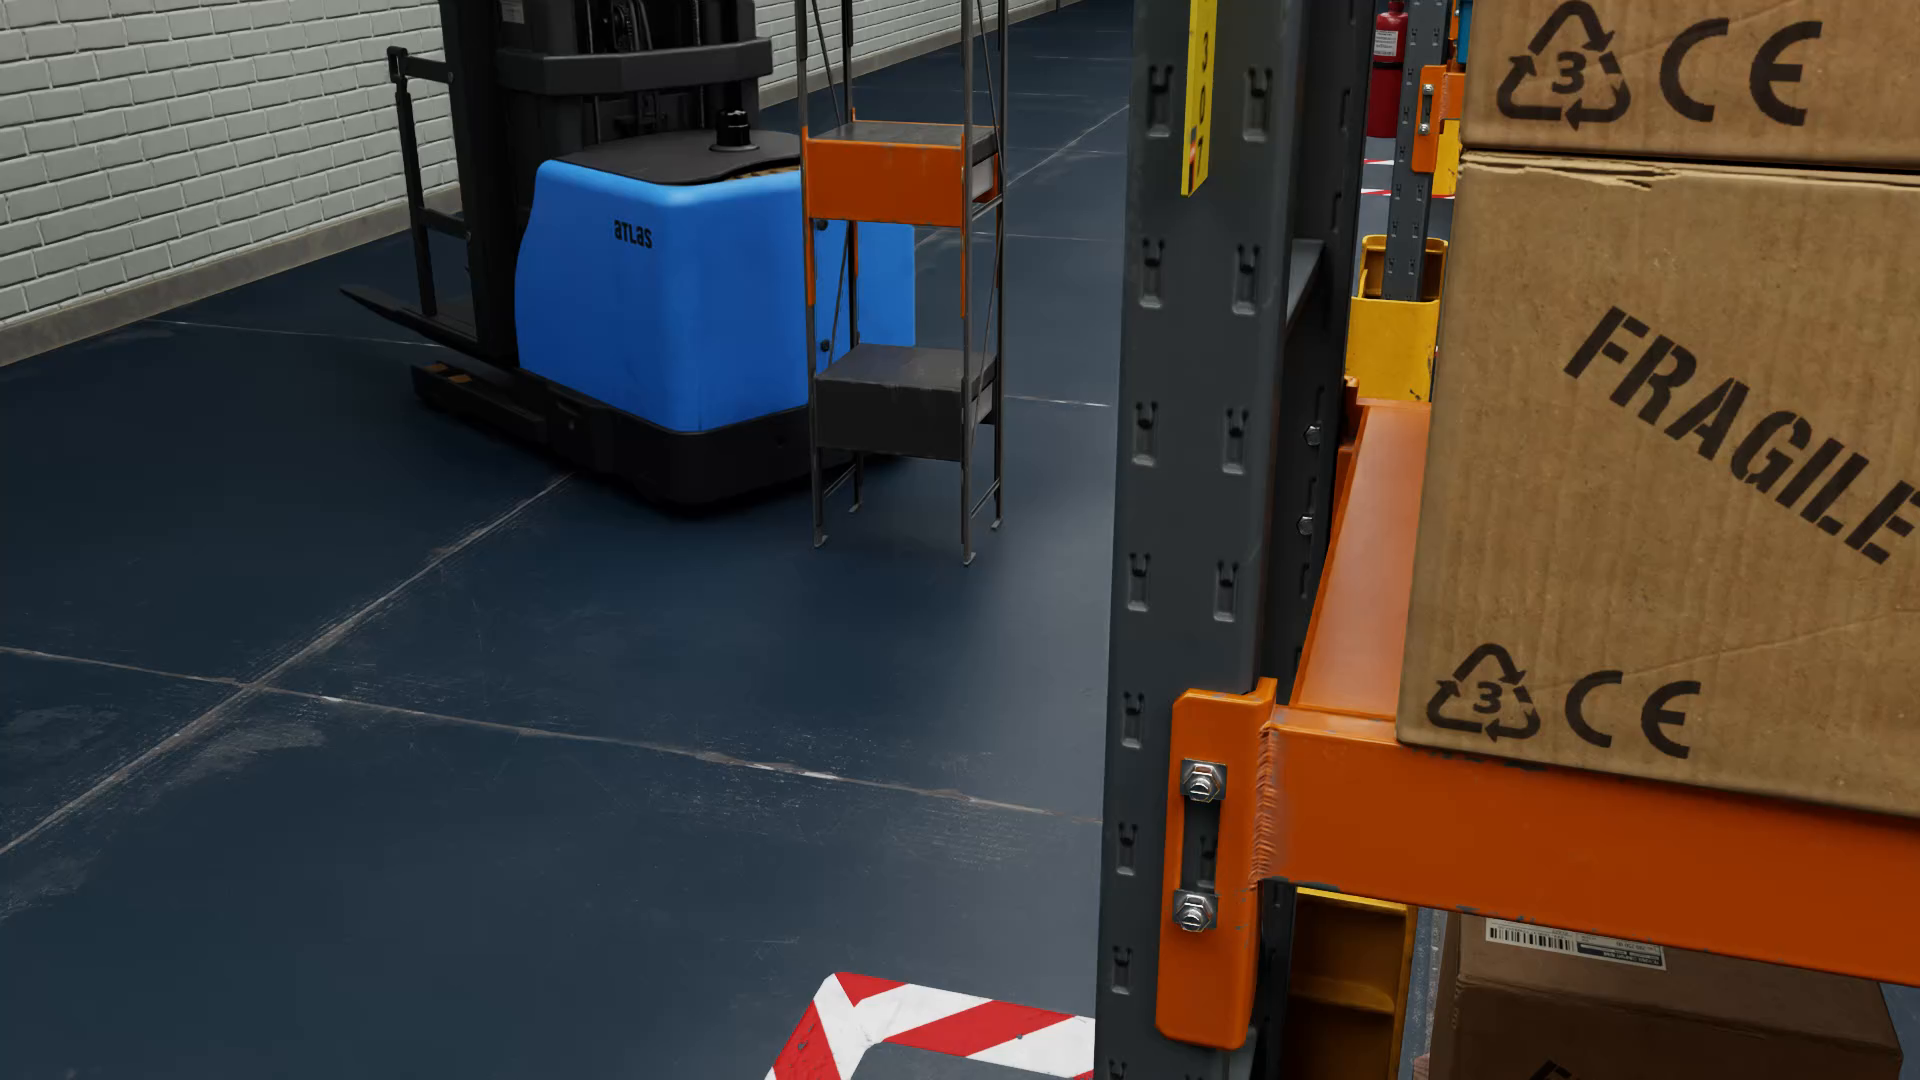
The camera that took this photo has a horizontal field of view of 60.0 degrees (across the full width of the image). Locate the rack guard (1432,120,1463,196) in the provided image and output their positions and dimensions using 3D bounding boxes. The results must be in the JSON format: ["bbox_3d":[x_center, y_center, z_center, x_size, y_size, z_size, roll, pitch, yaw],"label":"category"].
[{"bbox_3d":[3.177,-2.659,11.095,0.348,0.500,1.175,7,23,16],"label":"rack guard"}]

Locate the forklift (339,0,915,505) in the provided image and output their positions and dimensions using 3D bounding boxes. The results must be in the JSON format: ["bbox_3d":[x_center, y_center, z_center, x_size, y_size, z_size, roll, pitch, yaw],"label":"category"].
[{"bbox_3d":[-1.508,-1.945,6.150,1.130,2.935,3.031,-19,29,-39],"label":"forklift"}]

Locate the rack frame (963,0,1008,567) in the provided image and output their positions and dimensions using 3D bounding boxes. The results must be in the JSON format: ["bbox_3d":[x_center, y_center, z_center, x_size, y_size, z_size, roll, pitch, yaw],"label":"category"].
[{"bbox_3d":[0.075,-0.963,4.851,0.015,2.100,0.400,7,23,16],"label":"rack frame"}]

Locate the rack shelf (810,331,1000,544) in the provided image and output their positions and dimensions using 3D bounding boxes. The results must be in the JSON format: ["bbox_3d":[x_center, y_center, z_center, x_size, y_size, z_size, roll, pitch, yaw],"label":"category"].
[{"bbox_3d":[-0.158,-0.329,5.187,0.480,0.518,0.431,7,23,16],"label":"rack shelf"}]

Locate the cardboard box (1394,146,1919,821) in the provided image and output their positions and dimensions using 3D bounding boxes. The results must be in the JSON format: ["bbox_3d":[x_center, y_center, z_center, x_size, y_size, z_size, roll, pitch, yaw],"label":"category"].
[{"bbox_3d":[0.683,-0.116,1.469,0.500,0.500,0.500,7,23,17],"label":"cardboard box"}]

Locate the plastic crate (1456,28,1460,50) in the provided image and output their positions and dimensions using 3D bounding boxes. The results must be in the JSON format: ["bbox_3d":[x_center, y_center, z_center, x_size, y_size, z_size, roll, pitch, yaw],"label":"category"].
[{"bbox_3d":[2.143,-2.089,6.284,0.499,0.435,0.616,7,23,16],"label":"plastic crate"}]

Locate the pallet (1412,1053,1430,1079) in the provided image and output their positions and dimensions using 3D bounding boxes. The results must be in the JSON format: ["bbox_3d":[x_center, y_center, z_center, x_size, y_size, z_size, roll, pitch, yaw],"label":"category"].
[{"bbox_3d":[1.171,1.171,2.137,1.213,0.211,1.003,7,23,16],"label":"pallet"}]

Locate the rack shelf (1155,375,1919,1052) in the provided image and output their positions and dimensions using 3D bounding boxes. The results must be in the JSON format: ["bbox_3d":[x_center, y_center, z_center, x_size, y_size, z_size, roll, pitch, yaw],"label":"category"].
[{"bbox_3d":[2.249,0.338,1.442,4.000,0.370,1.077,7,23,16],"label":"rack shelf"}]

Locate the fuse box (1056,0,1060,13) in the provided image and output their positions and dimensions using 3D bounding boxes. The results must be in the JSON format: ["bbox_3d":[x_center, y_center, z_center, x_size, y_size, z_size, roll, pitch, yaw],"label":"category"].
[{"bbox_3d":[1.404,-8.175,22.944,0.414,1.711,0.539,7,23,16],"label":"fuse box"}]

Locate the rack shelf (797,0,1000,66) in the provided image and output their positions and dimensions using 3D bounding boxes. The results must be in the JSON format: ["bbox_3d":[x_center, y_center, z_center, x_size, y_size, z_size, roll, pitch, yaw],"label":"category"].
[{"bbox_3d":[-0.158,-1.625,4.655,0.480,0.518,0.431,7,23,16],"label":"rack shelf"}]

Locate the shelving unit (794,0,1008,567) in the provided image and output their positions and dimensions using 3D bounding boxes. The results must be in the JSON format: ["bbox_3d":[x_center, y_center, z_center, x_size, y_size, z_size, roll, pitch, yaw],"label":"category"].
[{"bbox_3d":[-0.158,-0.990,4.916,0.503,2.100,0.431,7,23,16],"label":"shelving unit"}]

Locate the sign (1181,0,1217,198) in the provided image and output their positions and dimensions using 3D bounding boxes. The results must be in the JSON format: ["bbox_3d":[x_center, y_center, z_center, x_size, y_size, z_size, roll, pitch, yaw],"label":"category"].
[{"bbox_3d":[0.178,-0.418,1.195,0.005,0.325,0.100,7,23,16],"label":"sign"}]

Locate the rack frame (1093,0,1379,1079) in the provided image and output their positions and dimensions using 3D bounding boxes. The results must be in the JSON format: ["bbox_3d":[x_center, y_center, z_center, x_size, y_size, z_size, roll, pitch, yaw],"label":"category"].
[{"bbox_3d":[0.334,-0.213,1.837,0.053,2.616,0.949,7,23,16],"label":"rack frame"}]

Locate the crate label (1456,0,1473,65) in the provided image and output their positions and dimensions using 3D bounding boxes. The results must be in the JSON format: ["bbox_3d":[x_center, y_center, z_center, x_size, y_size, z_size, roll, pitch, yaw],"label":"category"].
[{"bbox_3d":[1.910,-1.817,5.889,0.303,0.233,0.416,7,23,16],"label":"crate label"}]

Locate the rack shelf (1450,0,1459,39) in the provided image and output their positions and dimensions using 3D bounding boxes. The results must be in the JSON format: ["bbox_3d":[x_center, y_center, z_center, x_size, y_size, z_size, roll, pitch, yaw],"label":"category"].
[{"bbox_3d":[5.114,-3.261,10.216,4.000,0.370,1.077,7,23,16],"label":"rack shelf"}]

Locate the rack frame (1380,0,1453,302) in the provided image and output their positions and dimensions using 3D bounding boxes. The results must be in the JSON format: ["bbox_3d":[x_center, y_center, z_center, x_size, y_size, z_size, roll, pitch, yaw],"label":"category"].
[{"bbox_3d":[1.769,-2.014,6.227,0.127,3.000,1.000,7,23,16],"label":"rack frame"}]

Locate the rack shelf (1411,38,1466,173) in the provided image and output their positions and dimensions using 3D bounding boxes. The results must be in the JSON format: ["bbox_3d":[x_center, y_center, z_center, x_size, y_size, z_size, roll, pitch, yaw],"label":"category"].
[{"bbox_3d":[3.684,-1.462,5.829,4.000,0.370,1.077,7,23,16],"label":"rack shelf"}]

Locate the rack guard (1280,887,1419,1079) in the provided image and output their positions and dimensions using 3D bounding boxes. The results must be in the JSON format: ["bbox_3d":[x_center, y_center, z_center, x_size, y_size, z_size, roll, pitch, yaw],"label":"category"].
[{"bbox_3d":[0.407,0.950,2.294,0.348,0.500,1.175,7,23,16],"label":"rack guard"}]

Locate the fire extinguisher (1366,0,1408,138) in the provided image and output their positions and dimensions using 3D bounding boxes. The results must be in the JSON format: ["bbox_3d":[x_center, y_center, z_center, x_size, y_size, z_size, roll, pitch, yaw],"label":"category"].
[{"bbox_3d":[1.756,-1.987,6.755,0.183,0.674,0.296,7,23,16],"label":"fire extinguisher"}]

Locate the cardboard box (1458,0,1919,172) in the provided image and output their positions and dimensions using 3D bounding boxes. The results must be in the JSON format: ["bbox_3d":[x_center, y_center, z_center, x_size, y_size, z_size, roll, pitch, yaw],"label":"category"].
[{"bbox_3d":[0.683,-0.579,1.279,0.500,0.500,0.500,7,23,17],"label":"cardboard box"}]

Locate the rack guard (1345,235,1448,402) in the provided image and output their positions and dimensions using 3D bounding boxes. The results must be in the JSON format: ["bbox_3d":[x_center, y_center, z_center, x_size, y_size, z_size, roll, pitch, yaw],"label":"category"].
[{"bbox_3d":[1.742,-0.855,6.696,0.348,0.500,1.175,7,23,16],"label":"rack guard"}]

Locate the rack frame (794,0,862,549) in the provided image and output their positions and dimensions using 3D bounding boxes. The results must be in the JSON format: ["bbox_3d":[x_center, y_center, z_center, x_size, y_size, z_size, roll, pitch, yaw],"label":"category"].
[{"bbox_3d":[-0.392,-1.016,4.981,0.015,2.100,0.400,7,23,16],"label":"rack frame"}]

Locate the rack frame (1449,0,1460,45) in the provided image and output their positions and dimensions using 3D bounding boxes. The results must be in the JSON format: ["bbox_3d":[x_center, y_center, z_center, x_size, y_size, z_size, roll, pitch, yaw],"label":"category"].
[{"bbox_3d":[3.200,-3.813,10.614,0.127,3.000,1.000,7,23,16],"label":"rack frame"}]

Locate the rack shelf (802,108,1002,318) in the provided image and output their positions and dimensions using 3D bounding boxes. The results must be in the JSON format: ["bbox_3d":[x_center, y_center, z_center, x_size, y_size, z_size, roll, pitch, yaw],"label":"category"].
[{"bbox_3d":[-0.158,-0.977,4.921,0.480,0.518,0.431,7,23,16],"label":"rack shelf"}]

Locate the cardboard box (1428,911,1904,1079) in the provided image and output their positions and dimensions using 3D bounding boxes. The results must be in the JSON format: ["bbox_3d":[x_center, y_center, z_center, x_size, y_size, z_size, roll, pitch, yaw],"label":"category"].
[{"bbox_3d":[0.926,0.709,2.304,0.500,0.500,0.500,7,23,16],"label":"cardboard box"}]
